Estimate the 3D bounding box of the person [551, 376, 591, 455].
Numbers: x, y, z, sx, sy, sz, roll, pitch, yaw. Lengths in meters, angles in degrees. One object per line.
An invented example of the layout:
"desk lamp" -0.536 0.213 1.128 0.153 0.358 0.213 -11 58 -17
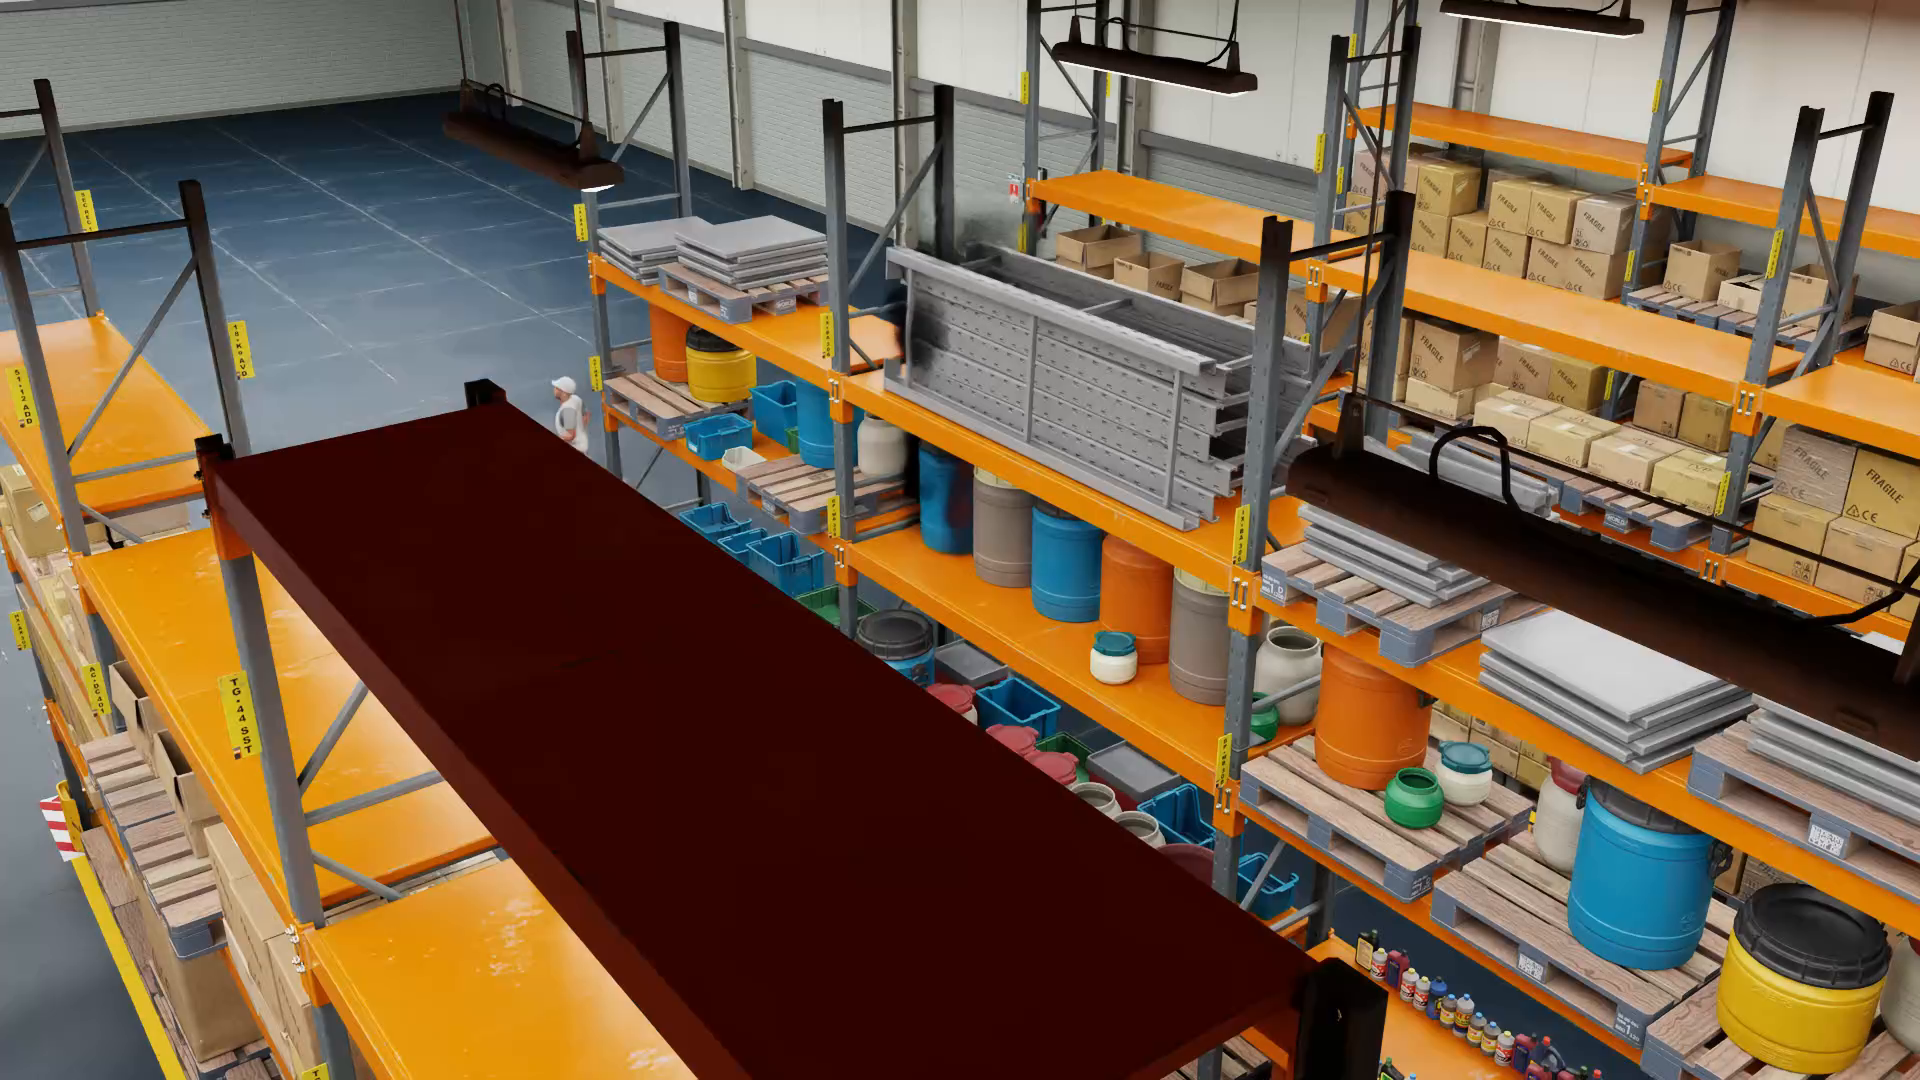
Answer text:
"person" -4.518 -1.040 19.129 0.598 1.748 0.632 -5 25 -11
